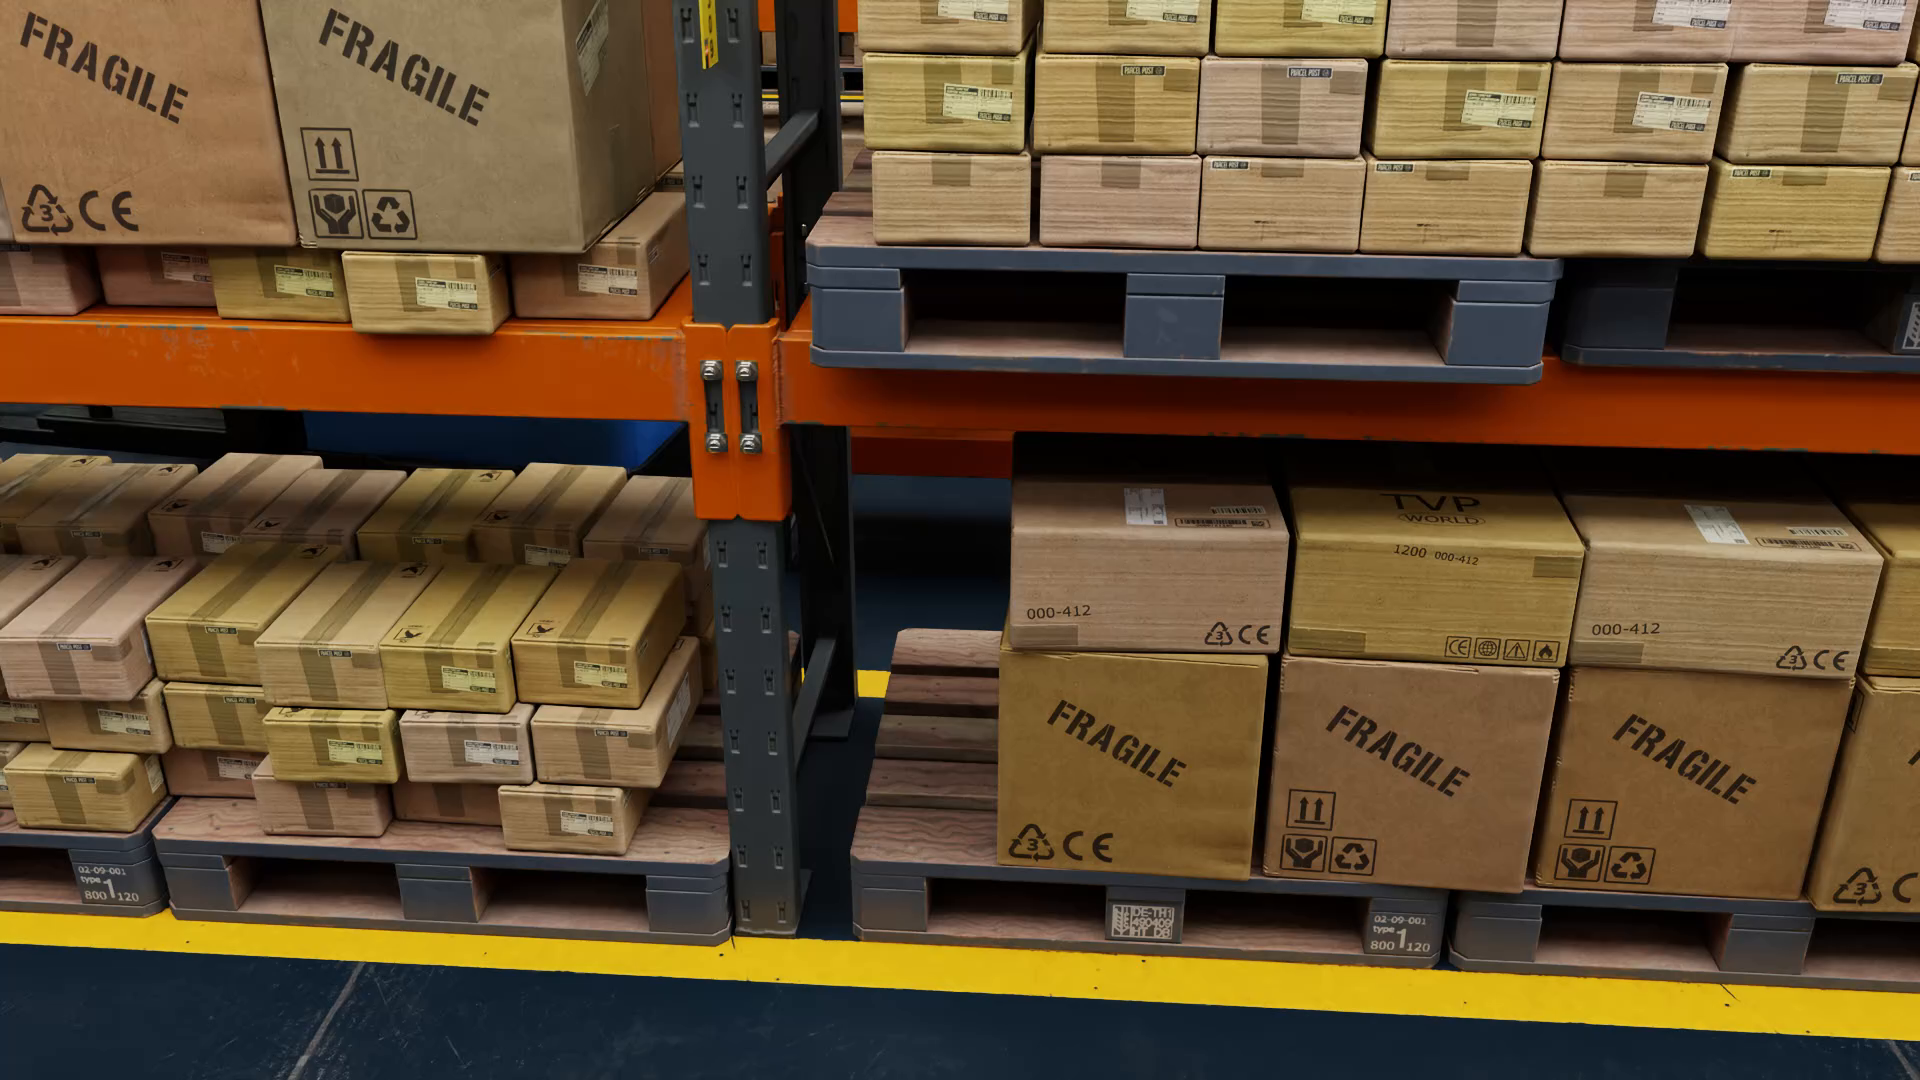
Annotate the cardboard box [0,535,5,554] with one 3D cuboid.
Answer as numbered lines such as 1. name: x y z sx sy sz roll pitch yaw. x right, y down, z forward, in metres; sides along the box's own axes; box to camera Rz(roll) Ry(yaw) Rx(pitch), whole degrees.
1. cardboard box: -2.286 0.122 3.593 0.250 0.149 0.380 2 25 4

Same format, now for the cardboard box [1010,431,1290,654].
1. cardboard box: 0.351 -0.006 3.266 0.500 0.250 0.500 1 25 2

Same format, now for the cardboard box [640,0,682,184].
1. cardboard box: -0.841 -1.046 3.459 0.500 0.500 0.500 1 25 3

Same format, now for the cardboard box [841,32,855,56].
1. cardboard box: -0.785 -3.909 13.064 0.250 0.149 0.380 2 25 3

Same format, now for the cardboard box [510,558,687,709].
1. cardboard box: -0.741 0.187 3.452 0.250 0.149 0.380 3 25 5

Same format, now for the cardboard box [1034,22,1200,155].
1. cardboard box: 0.250 -0.744 2.722 0.250 0.149 0.380 1 25 3

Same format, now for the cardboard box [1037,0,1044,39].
1. cardboard box: 0.046 -1.026 3.333 0.250 0.149 0.380 3 25 6

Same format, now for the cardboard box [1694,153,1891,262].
1. cardboard box: 1.294 -0.577 2.714 0.250 0.149 0.380 1 25 3

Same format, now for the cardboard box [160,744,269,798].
1. cardboard box: -1.558 0.406 3.688 0.250 0.149 0.380 1 25 3

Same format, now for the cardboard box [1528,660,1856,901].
1. cardboard box: 1.401 0.362 3.363 0.500 0.500 0.500 2 25 5

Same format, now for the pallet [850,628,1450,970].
1. pallet: 0.410 0.547 3.809 1.213 0.211 1.003 2 25 4

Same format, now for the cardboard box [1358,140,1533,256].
1. cardboard box: 0.768 -0.592 2.747 0.250 0.149 0.380 2 25 5

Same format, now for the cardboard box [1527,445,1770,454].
1. cardboard box: 1.436 -0.189 3.663 0.500 0.250 0.500 1 25 2

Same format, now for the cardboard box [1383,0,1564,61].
1. cardboard box: 0.774 -0.862 2.622 0.250 0.149 0.380 2 25 3

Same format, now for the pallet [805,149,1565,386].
1. pallet: 0.385 -0.572 3.134 1.213 0.211 1.003 2 25 4

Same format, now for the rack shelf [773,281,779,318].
1. rack shelf: -0.007 -0.777 4.893 1.000 0.278 0.538 2 25 4

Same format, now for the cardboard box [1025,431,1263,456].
1. cardboard box: 0.396 -0.222 3.734 0.500 0.250 0.500 1 25 3

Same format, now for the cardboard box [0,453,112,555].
1. cardboard box: -2.250 -0.068 4.006 0.250 0.149 0.380 2 25 4

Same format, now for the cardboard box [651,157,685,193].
1. cardboard box: -0.623 -0.776 3.648 0.250 0.149 0.380 3 25 6

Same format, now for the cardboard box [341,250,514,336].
1. cardboard box: -0.934 -0.505 3.059 0.250 0.149 0.380 1 25 3

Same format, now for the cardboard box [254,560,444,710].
1. cardboard box: -1.247 0.190 3.445 0.250 0.149 0.380 2 25 4

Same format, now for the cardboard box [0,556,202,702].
1. cardboard box: -1.777 0.179 3.469 0.250 0.149 0.380 1 25 1

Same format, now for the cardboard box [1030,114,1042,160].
1. cardboard box: 0.045 -0.891 3.396 0.250 0.149 0.380 1 25 3

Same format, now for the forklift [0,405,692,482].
1. forklift: -2.341 -1.573 5.162 3.031 2.935 1.130 5 25 11

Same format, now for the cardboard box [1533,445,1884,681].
1. cardboard box: 1.390 0.028 3.192 0.500 0.250 0.500 3 25 6

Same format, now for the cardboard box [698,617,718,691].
1. cardboard box: -0.704 0.214 4.104 0.250 0.149 0.380 1 25 2

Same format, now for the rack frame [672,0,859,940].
1. rack frame: -0.366 -0.744 3.279 0.127 3.000 1.000 2 25 4

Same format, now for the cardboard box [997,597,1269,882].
1. cardboard box: 0.350 0.335 3.422 0.500 0.500 0.500 3 25 6

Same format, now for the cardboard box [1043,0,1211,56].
1. cardboard box: 0.270 -0.881 2.662 0.250 0.149 0.380 3 25 5

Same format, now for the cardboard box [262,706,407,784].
1. cardboard box: -1.244 0.343 3.469 0.250 0.149 0.380 1 25 2

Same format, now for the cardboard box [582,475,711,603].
1. cardboard box: -0.694 -0.008 3.875 0.250 0.149 0.380 3 25 6

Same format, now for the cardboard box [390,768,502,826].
1. cardboard box: -1.036 0.446 3.600 0.250 0.149 0.380 3 25 5

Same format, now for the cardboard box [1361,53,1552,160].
1. cardboard box: 0.767 -0.728 2.686 0.250 0.149 0.380 1 25 2

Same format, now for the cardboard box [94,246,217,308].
1. cardboard box: -1.448 -0.575 3.212 0.250 0.149 0.380 1 25 3

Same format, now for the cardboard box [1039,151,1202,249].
1. cardboard box: 0.268 -0.610 2.786 0.250 0.149 0.380 2 25 5

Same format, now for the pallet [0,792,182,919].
1. pallet: -2.258 0.478 3.959 1.213 0.211 1.003 2 25 4

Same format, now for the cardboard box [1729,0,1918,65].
1. cardboard box: 1.281 -0.846 2.587 0.250 0.149 0.380 3 25 6

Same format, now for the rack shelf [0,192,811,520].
1. rack shelf: -2.360 -0.482 3.569 4.000 0.370 1.077 2 25 4

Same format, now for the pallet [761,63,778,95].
1. pallet: -1.616 -3.673 12.980 1.213 0.211 1.003 2 25 4

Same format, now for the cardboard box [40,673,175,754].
1. cardboard box: -1.742 0.294 3.576 0.250 0.149 0.380 2 25 5

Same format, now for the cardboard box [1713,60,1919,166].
1. cardboard box: 1.300 -0.712 2.651 0.250 0.149 0.380 1 25 3

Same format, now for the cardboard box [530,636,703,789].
1. cardboard box: -0.704 0.347 3.459 0.250 0.149 0.380 2 25 5

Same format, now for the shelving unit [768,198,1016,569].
1. shelving unit: -0.007 -0.511 5.015 1.048 1.125 0.538 2 25 4

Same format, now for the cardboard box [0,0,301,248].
1. cardboard box: -1.388 -0.840 3.011 0.500 0.500 0.500 1 25 3

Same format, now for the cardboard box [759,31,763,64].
1. cardboard box: -1.728 -3.902 12.629 0.500 0.500 0.500 2 25 5

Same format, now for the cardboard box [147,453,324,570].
1. cardboard box: -1.729 -0.070 4.010 0.250 0.149 0.380 2 25 5

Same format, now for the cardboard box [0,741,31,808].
1. cardboard box: -2.070 0.420 3.657 0.250 0.149 0.380 2 25 5

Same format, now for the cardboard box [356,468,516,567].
1. cardboard box: -1.220 -0.029 3.920 0.250 0.149 0.380 2 25 3

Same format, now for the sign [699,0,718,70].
1. sign: -0.400 -0.911 2.606 0.005 0.325 0.100 2 25 4
